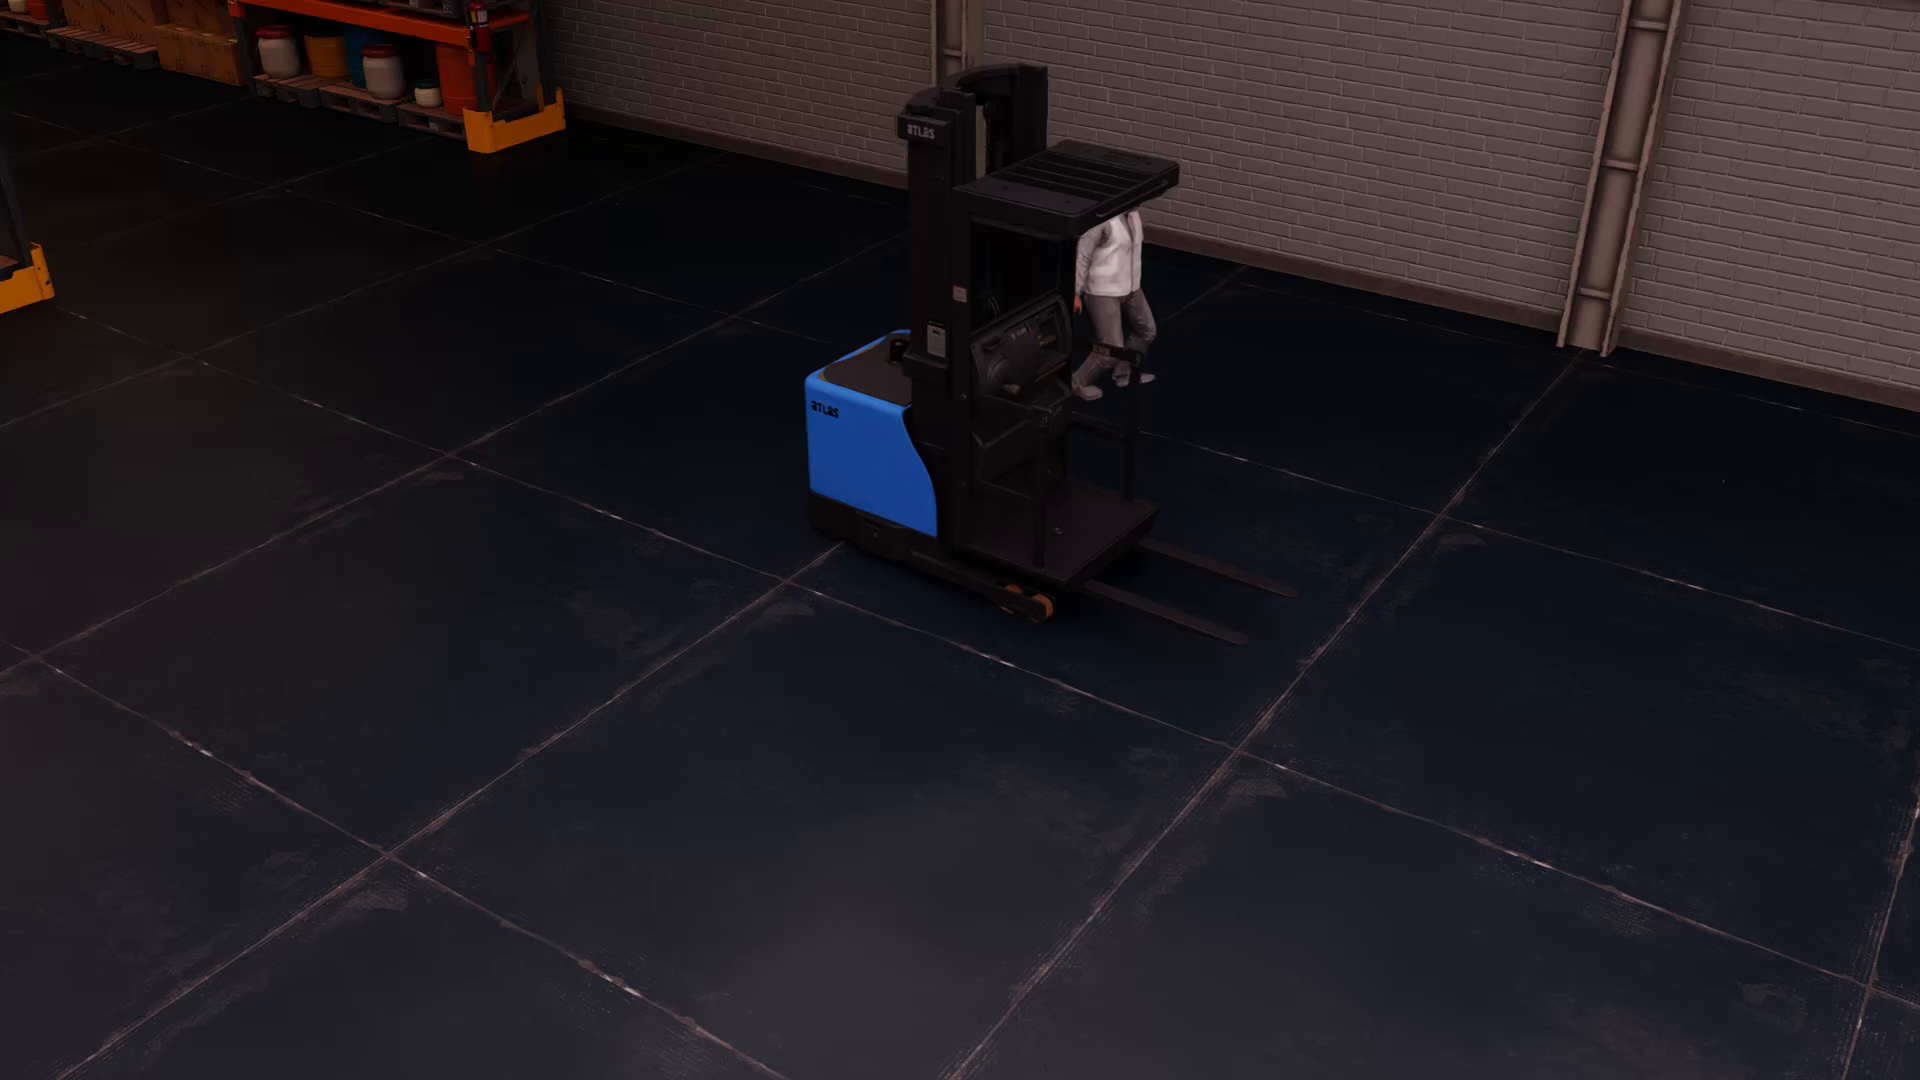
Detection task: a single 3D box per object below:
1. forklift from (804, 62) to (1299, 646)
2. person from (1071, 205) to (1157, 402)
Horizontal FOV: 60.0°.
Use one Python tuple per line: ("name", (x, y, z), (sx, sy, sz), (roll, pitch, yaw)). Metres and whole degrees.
("forklift", (0.526, -1.086, 9.452), (3.031, 2.935, 1.130), (20, 36, 31))
("person", (1.035, -1.742, 11.397), (0.432, 1.720, 0.852), (23, 37, 34))
